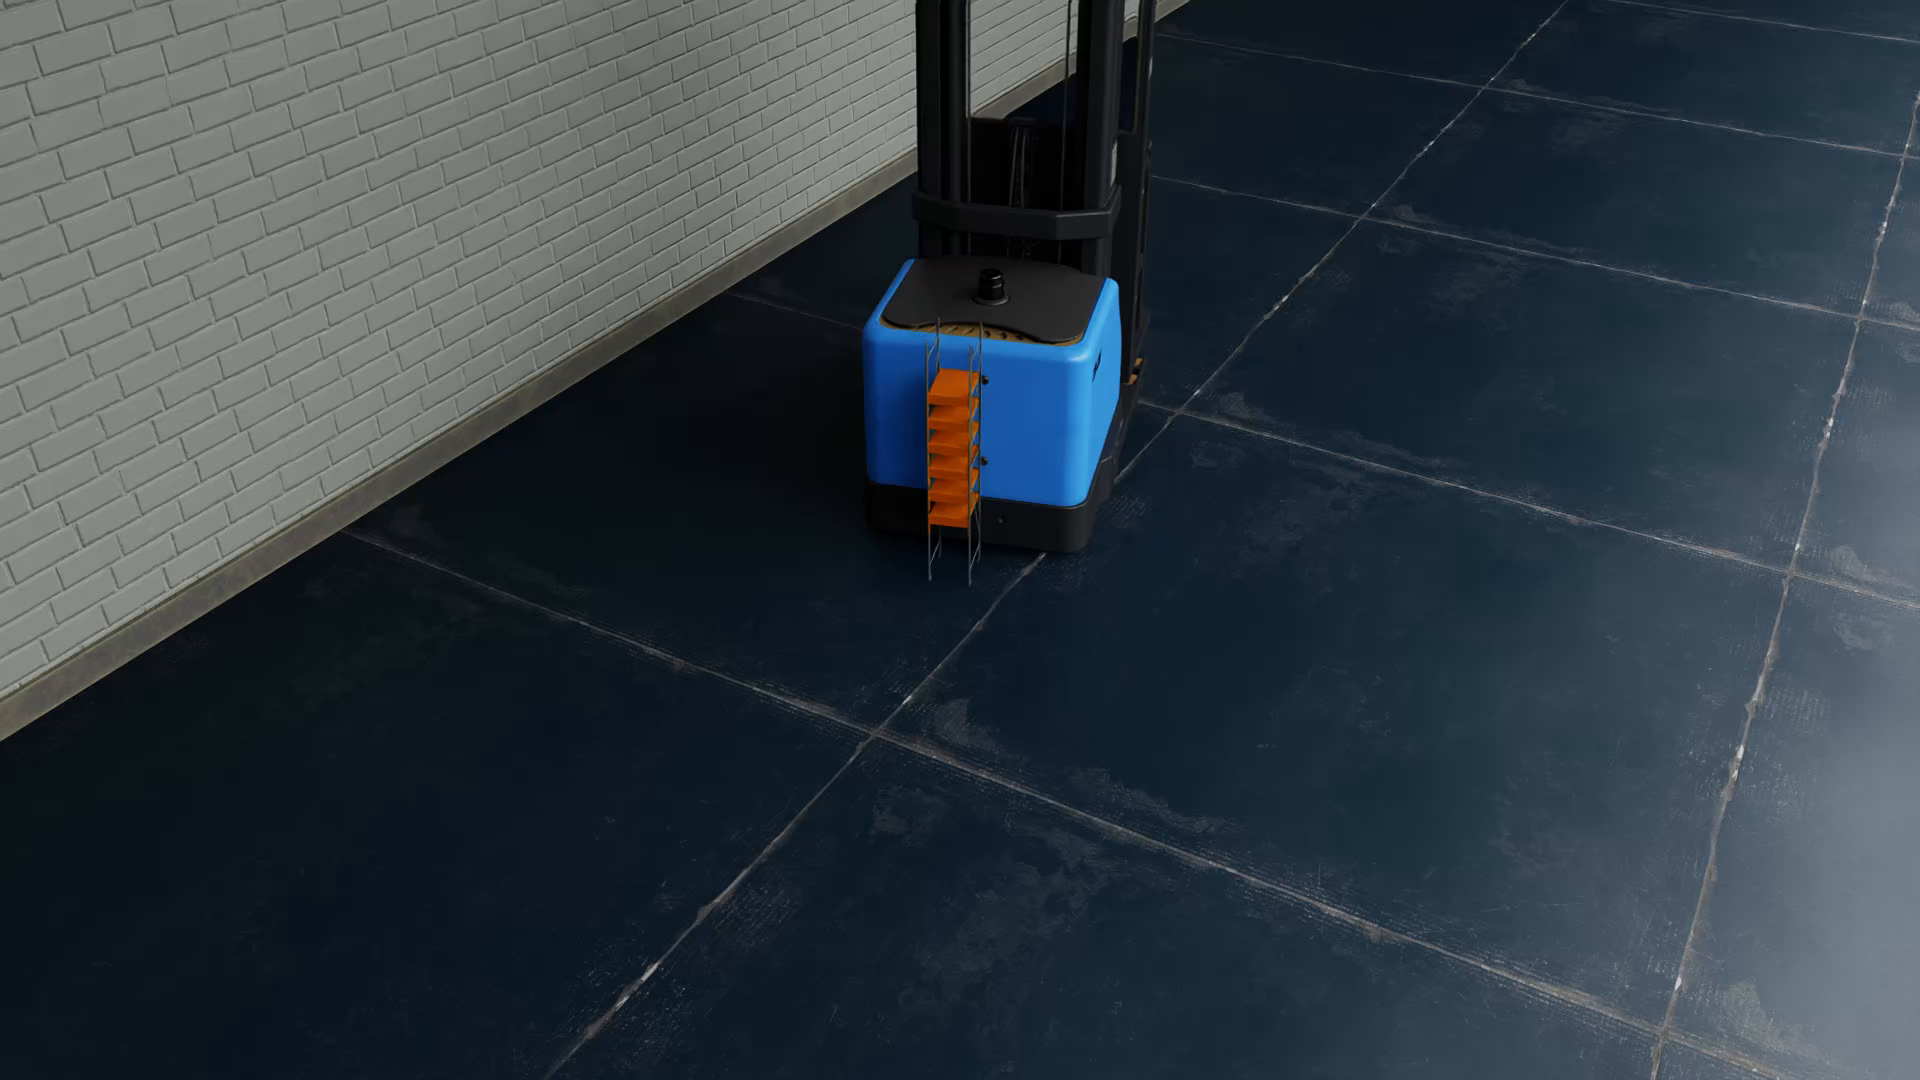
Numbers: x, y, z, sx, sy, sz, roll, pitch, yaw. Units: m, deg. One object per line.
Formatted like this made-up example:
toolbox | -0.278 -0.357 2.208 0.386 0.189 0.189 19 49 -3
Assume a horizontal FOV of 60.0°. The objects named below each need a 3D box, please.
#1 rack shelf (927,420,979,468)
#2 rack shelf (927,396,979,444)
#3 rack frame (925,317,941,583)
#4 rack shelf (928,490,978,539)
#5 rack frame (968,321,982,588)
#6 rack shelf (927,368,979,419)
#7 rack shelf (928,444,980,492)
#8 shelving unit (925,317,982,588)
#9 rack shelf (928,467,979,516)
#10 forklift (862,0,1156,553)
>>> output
rack shelf | -0.025 -0.426 7.170 0.180 0.103 0.258 7 34 10
rack shelf | -0.025 -0.525 7.104 0.180 0.103 0.258 7 34 10
rack frame | -0.115 -0.373 7.228 0.006 1.200 0.240 7 34 10
rack shelf | -0.025 -0.126 7.370 0.180 0.103 0.258 7 34 10
rack frame | 0.064 -0.352 7.196 0.006 1.200 0.240 7 34 10
rack shelf | -0.025 -0.625 7.037 0.180 0.103 0.258 7 34 10
rack shelf | -0.025 -0.326 7.237 0.180 0.103 0.258 7 34 10
shelving unit | -0.025 -0.363 7.212 0.189 1.200 0.258 7 34 10
rack shelf | -0.025 -0.226 7.303 0.180 0.103 0.258 7 34 10
forklift | 0.393 -1.973 8.069 1.130 2.935 3.031 7 34 11
